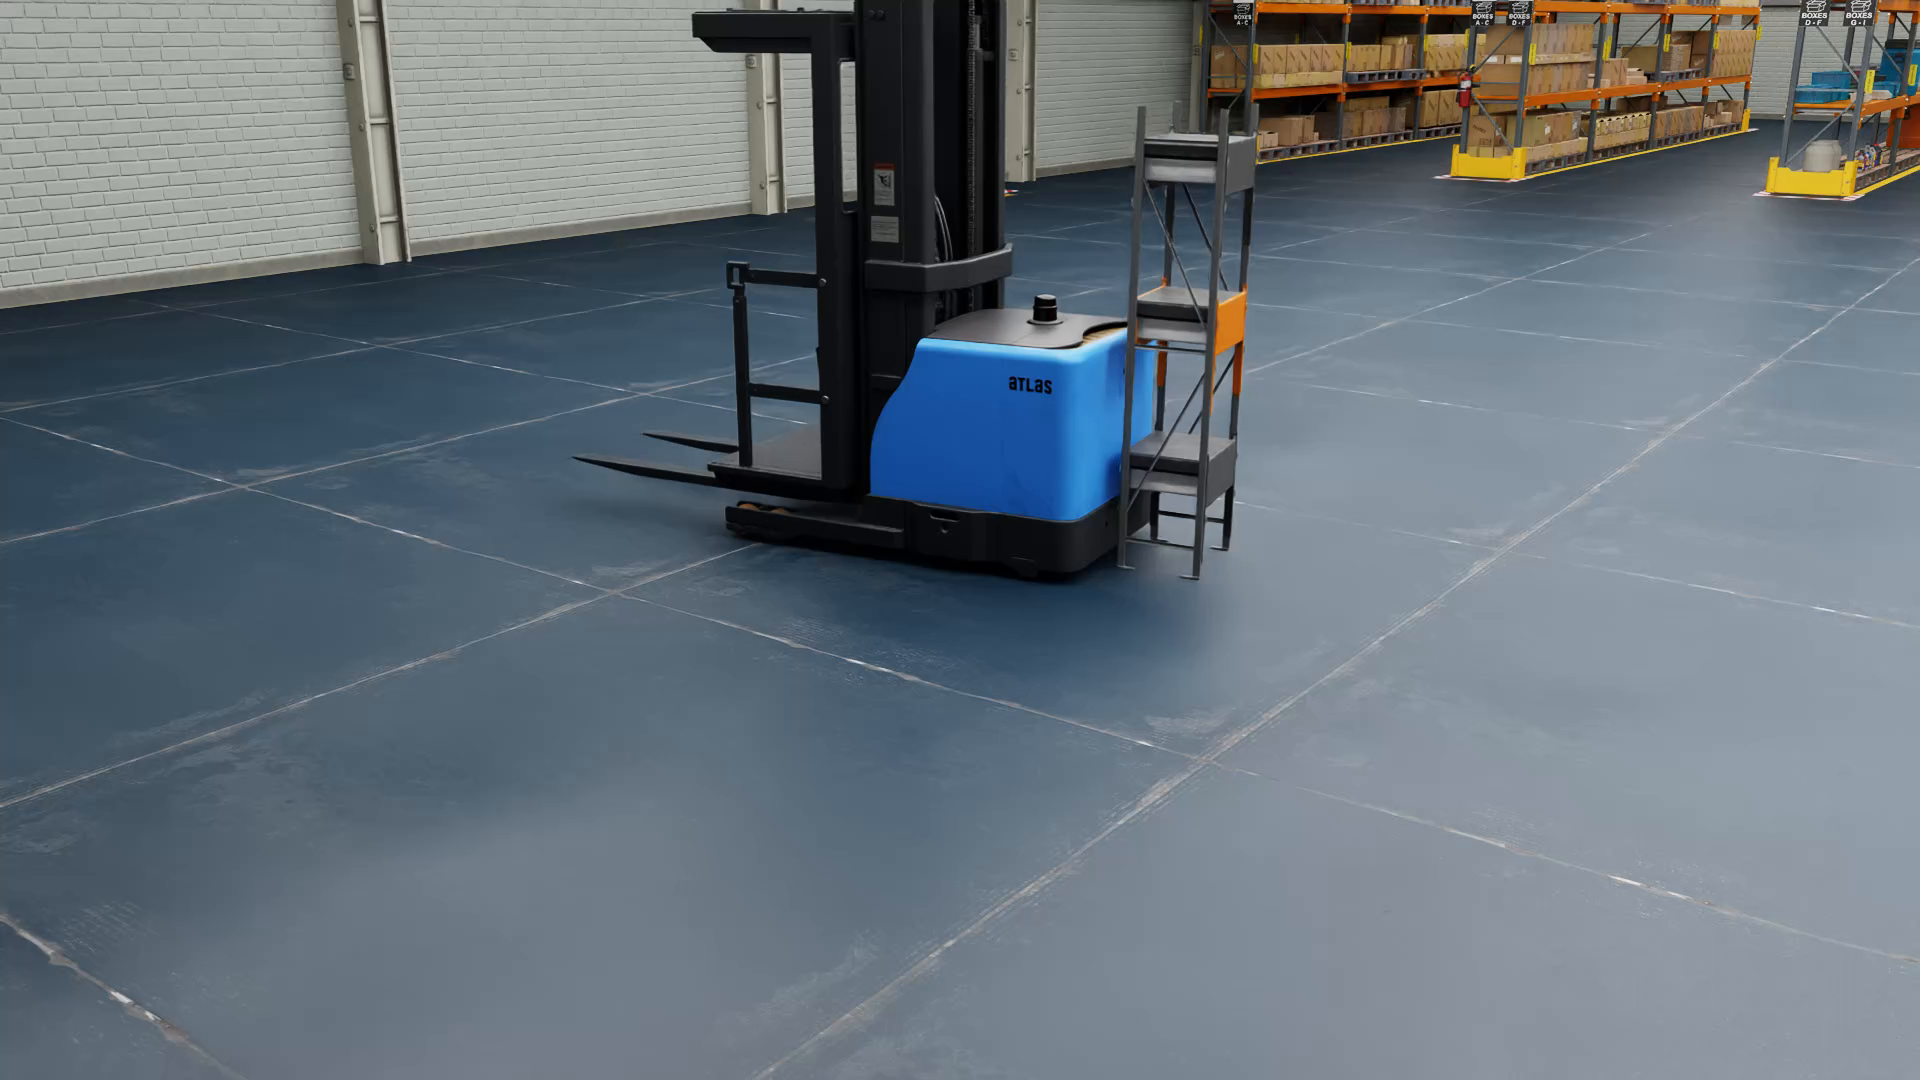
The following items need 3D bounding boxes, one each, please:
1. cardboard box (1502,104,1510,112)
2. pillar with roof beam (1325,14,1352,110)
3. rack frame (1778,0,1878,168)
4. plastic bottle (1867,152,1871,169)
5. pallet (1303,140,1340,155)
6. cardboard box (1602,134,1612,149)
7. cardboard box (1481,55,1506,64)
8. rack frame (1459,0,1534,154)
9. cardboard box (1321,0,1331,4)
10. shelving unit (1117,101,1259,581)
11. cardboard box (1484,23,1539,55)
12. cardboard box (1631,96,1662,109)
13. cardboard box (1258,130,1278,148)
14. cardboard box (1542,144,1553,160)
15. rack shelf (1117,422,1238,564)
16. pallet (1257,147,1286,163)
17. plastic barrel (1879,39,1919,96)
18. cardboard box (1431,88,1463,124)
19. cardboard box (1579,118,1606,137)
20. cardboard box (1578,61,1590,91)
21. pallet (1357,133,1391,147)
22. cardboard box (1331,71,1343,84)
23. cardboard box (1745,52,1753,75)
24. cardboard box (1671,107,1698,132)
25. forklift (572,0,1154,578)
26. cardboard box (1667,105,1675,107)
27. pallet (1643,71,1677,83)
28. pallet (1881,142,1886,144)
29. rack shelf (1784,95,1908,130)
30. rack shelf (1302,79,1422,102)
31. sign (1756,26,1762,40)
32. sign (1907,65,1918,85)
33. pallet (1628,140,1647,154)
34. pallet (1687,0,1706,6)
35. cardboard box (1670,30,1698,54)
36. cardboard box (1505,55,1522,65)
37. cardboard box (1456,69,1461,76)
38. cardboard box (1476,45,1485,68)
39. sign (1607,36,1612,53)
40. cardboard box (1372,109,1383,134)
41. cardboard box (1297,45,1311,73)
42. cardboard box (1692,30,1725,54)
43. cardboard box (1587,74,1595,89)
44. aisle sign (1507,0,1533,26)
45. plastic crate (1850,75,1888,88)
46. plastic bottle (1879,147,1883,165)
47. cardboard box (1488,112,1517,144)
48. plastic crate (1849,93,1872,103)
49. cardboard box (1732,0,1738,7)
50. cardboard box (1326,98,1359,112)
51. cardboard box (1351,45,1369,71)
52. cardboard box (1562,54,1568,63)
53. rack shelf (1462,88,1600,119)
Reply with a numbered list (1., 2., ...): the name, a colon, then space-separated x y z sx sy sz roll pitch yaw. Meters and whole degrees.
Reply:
1. cardboard box: 13.136 -10.657 41.010 0.700 0.500 0.500 13 21 36
2. pillar with roof beam: 11.603 -12.244 32.498 9.100 9.000 0.400 12 21 35
3. rack frame: 12.805 -6.640 24.569 1.000 3.000 0.127 12 21 35
4. plastic bottle: 14.520 -6.078 26.617 0.097 0.271 0.097 0 17 0
5. pallet: 6.860 -7.846 33.153 1.003 0.211 1.213 12 21 35
6. cardboard box: 11.957 -7.531 31.364 0.500 0.250 0.500 13 22 36
7. cardboard box: 8.903 -7.999 27.681 0.380 0.149 0.250 12 21 34
8. rack frame: 8.829 -7.517 27.391 1.000 3.000 0.127 12 21 35
9. cardboard box: 6.818 -10.551 31.903 0.500 0.500 0.500 10 20 30
10. shelving unit: 1.037 -0.909 7.617 0.431 2.100 0.503 9 19 23
11. cardboard box: 9.149 -8.305 27.575 0.700 0.500 0.500 13 21 35
12. cardboard box: 14.601 -9.319 35.404 0.500 0.250 0.500 12 21 34
13. cardboard box: 5.672 -7.602 31.457 0.500 0.311 0.500 15 22 39
14. cardboard box: 9.920 -6.731 28.790 0.500 0.250 0.500 12 21 35
15. rack shelf: 1.027 -0.229 7.833 0.431 0.518 0.480 9 19 23
16. pallet: 5.406 -7.265 31.281 1.003 0.211 1.213 12 21 35
17. plastic barrel: 15.661 -7.871 27.687 0.600 0.901 0.708 12 21 35
18. cardboard box: 11.188 -10.033 38.411 0.750 0.750 0.750 13 22 36
19. cardboard box: 11.658 -7.679 30.896 0.500 0.311 0.500 13 21 35
20. cardboard box: 10.953 -8.410 30.100 0.700 0.500 0.500 12 21 33
21. pallet: 8.421 -8.490 35.226 1.003 0.211 1.213 12 21 35
22. cardboard box: 7.193 -9.115 32.758 0.500 0.250 0.500 12 21 35
23. cardboard box: 18.314 -11.220 39.149 0.500 0.500 0.500 13 22 36
24. cardboard box: 15.614 -9.107 35.984 0.500 0.500 0.500 13 21 35
25. forklift: -0.592 -1.516 8.184 3.031 2.935 1.130 9 19 26
26. cardboard box: 15.495 -9.319 36.668 0.500 0.500 0.500 11 21 32
27. pallet: 13.943 -9.504 34.115 1.213 0.211 1.003 12 21 35
28. pallet: 18.735 -7.699 32.679 1.003 0.211 1.213 12 21 35
29. rack shelf: 13.996 -6.773 26.210 1.077 0.370 4.000 12 21 35
30. rack shelf: 8.423 -9.477 34.915 1.077 0.370 4.000 12 21 35
31. sign: 18.796 -11.928 39.113 0.100 0.325 0.005 12 21 35
32. sign: 15.623 -7.625 27.275 0.100 0.325 0.005 12 21 35
33. pallet: 13.074 -7.901 33.331 1.003 0.211 1.213 12 21 35
34. pallet: 14.918 -11.327 34.920 1.213 0.211 1.003 12 21 35
35. cardboard box: 16.072 -11.066 36.966 0.500 0.500 0.500 13 21 35
36. cardboard box: 9.235 -7.930 27.458 0.380 0.149 0.250 12 21 34
37. cardboard box: 11.232 -10.713 38.075 0.380 0.149 0.250 12 21 33
38. cardboard box: 11.926 -11.294 38.851 0.500 0.500 0.500 12 21 34
39. sign: 13.154 -10.031 33.668 0.100 0.325 0.005 12 21 35
40. cardboard box: 8.554 -8.907 35.340 0.700 0.500 0.500 12 21 34
41. cardboard box: 6.287 -9.111 31.479 0.500 0.500 0.500 13 22 36
42. cardboard box: 16.485 -10.962 36.633 0.500 0.500 0.500 13 22 36
43. cardboard box: 11.470 -8.523 30.883 0.500 0.250 0.500 14 22 38
44. aisle sign: 9.036 -8.688 26.781 0.394 0.787 0.004 12 21 35
45. plastic crate: 14.774 -7.461 27.317 0.767 0.338 0.504 12 21 35
46. plastic bottle: 15.166 -6.333 27.418 0.061 0.283 0.133 14 22 37
47. cardboard box: 9.493 -7.183 28.981 0.500 0.500 0.500 12 21 35
48. plastic crate: 13.596 -6.671 25.112 0.298 0.136 0.250 12 21 35
49. cardboard box: 17.067 -12.045 37.168 0.500 0.250 0.500 12 21 35
50. cardboard box: 7.916 -9.002 34.383 0.500 0.250 0.500 12 21 34
51. cardboard box: 7.901 -9.849 33.990 0.700 0.500 0.500 15 23 40
52. cardboard box: 10.308 -8.358 28.839 0.380 0.149 0.250 13 22 36
53. rack shelf: 10.020 -7.649 29.031 1.077 0.370 4.000 12 21 35
